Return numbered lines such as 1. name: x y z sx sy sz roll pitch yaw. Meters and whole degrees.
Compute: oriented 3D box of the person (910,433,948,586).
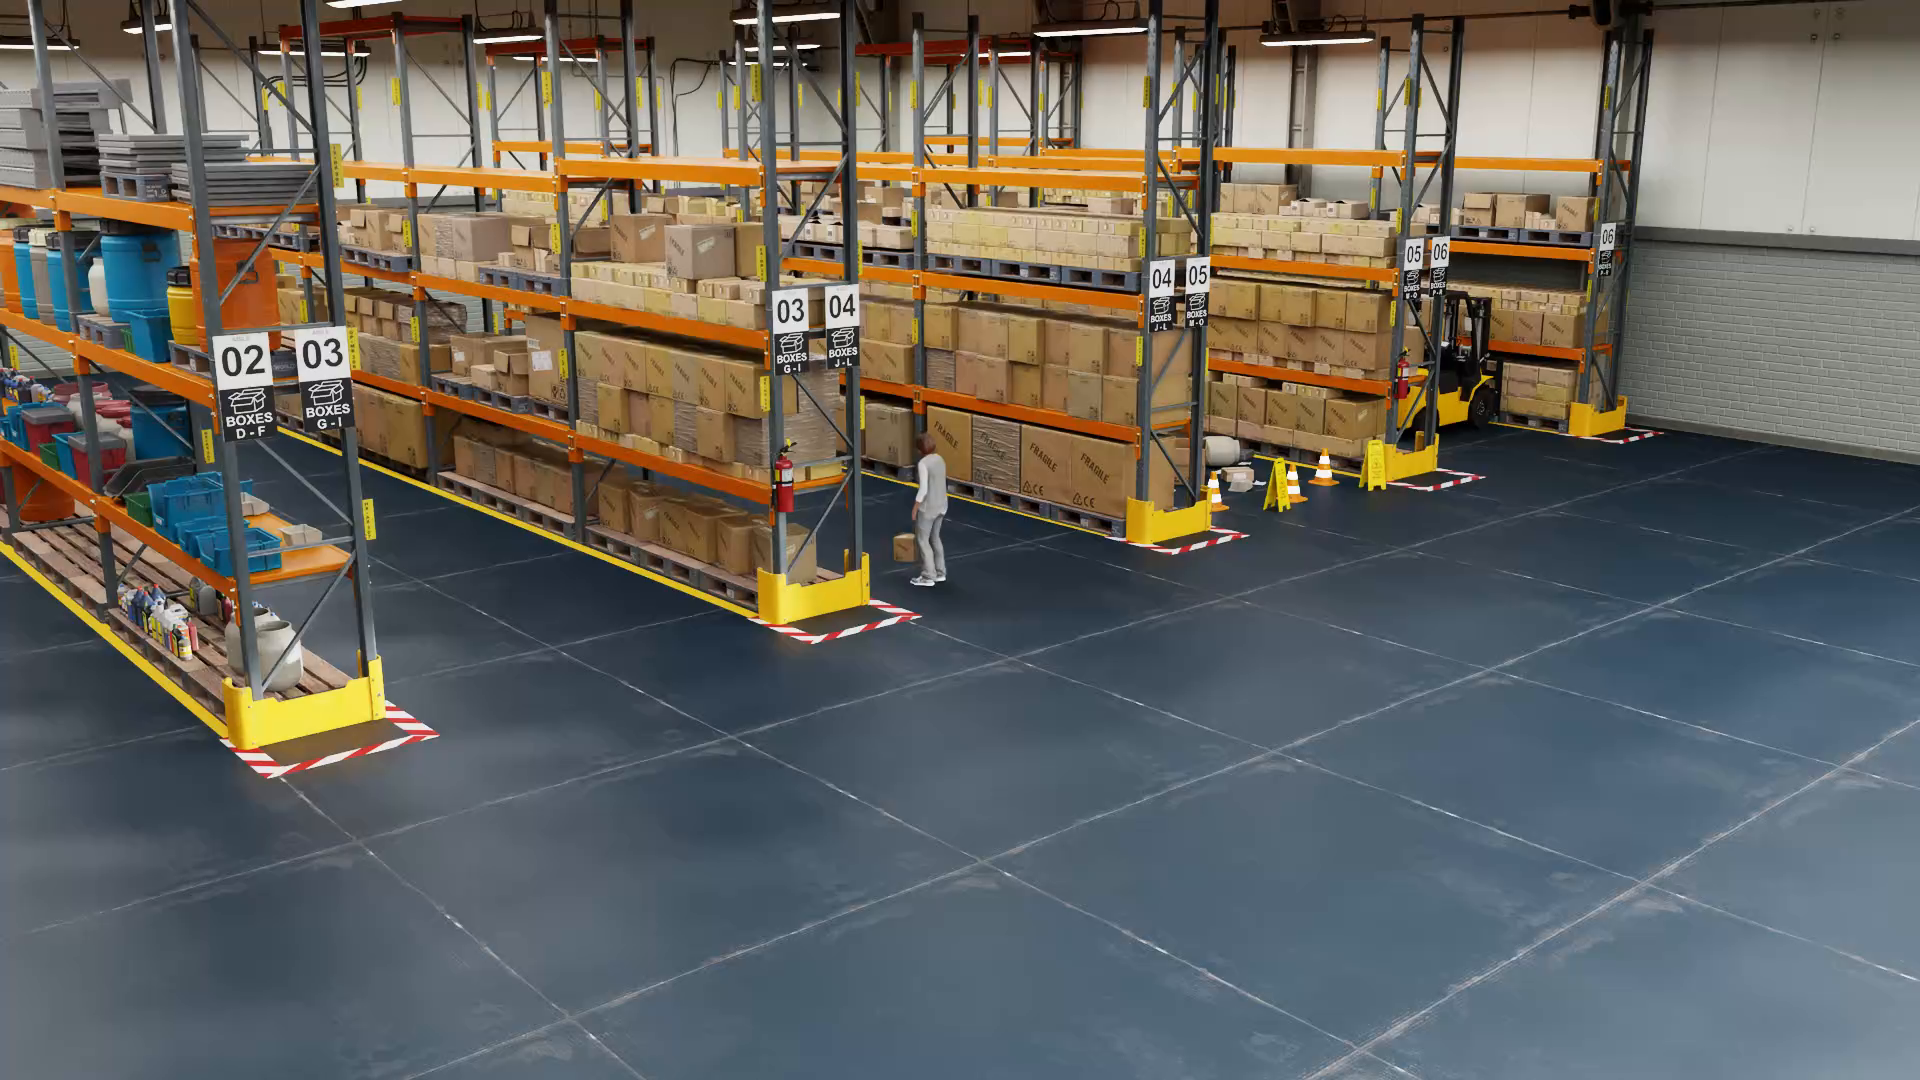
1. person: -0.314 -0.318 17.263 0.341 1.596 0.455 9 17 30
